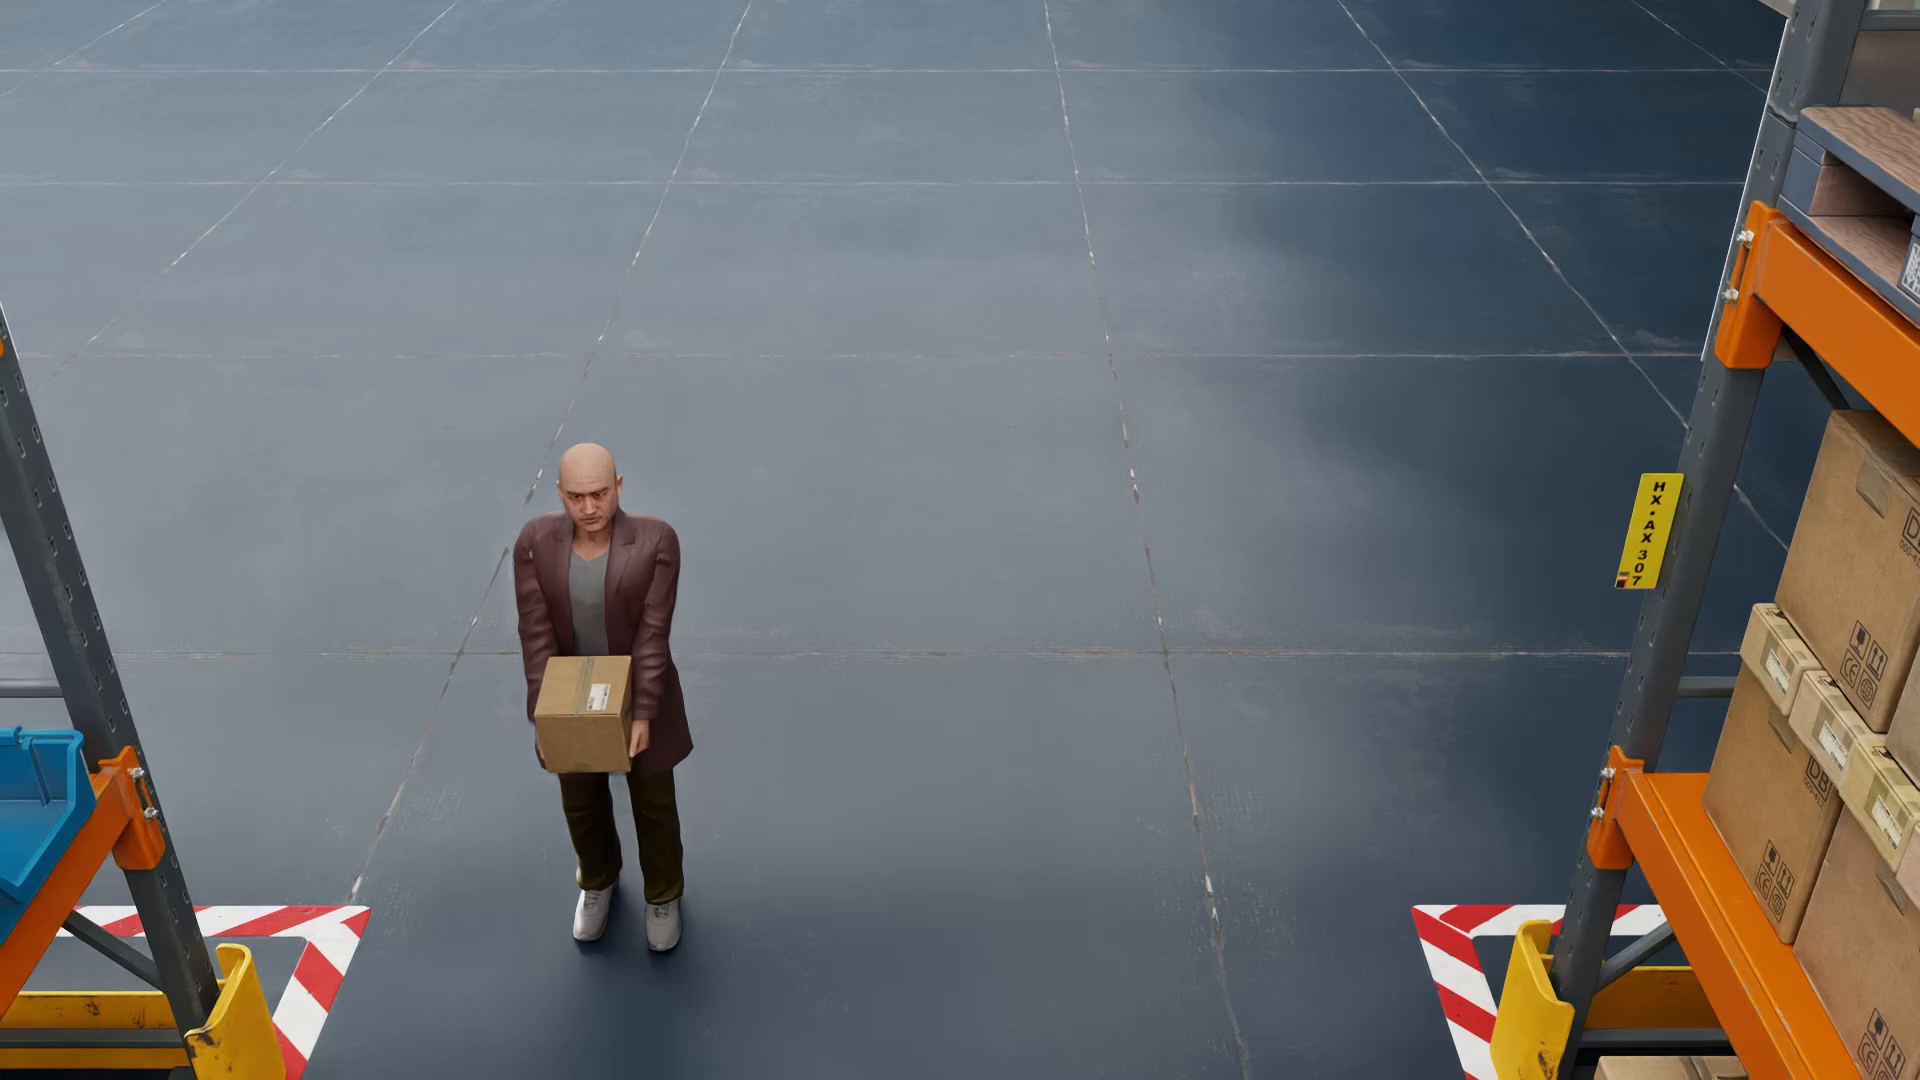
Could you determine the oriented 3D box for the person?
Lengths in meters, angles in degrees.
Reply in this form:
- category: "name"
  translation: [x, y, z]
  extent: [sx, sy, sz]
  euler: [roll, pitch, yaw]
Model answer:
- category: "person"
  translation: [-1.115, 0.551, 5.239]
  extent: [0.527, 1.780, 0.559]
  euler: [-1, 31, -1]
